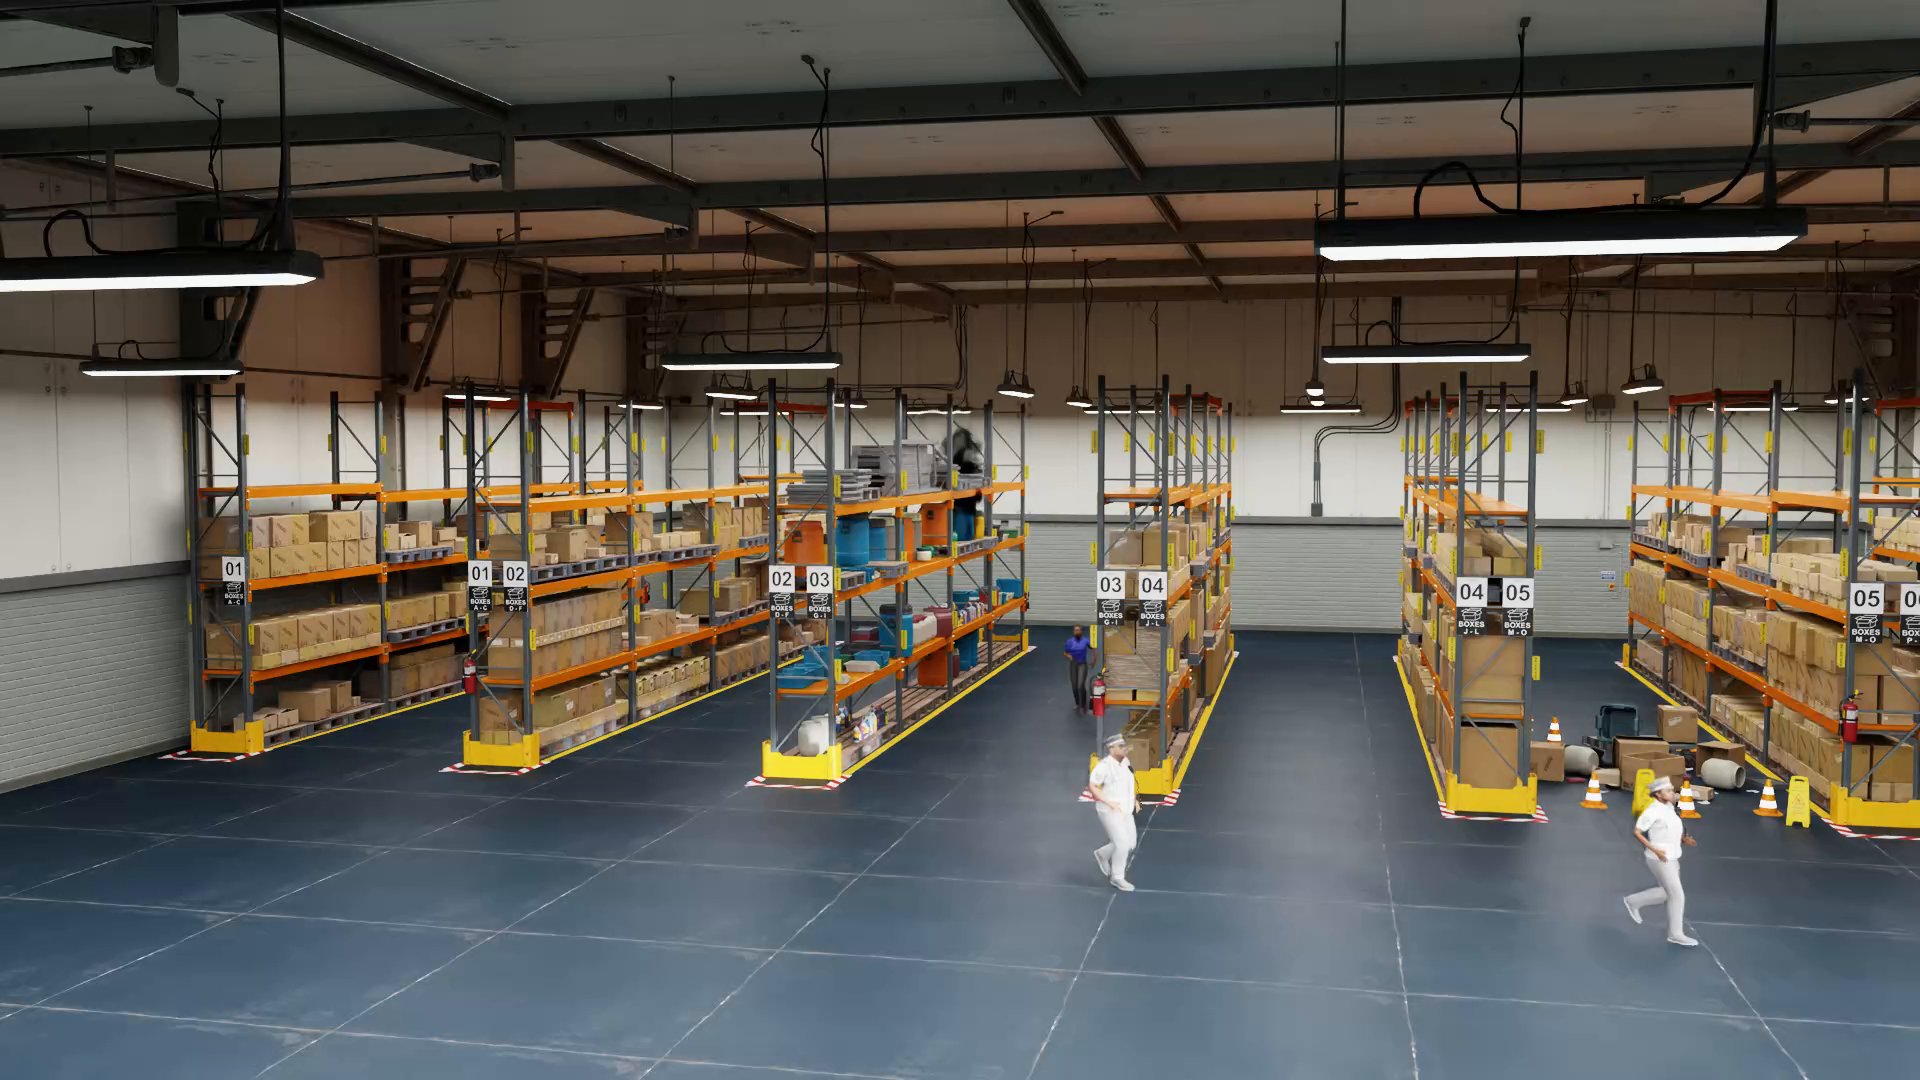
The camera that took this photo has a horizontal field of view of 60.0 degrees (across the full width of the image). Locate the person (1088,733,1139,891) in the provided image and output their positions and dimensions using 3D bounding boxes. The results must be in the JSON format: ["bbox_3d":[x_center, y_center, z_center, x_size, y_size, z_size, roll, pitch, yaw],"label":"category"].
[{"bbox_3d":[1.718,3.052,18.850,0.641,1.762,0.672,3,4,43],"label":"person"}]

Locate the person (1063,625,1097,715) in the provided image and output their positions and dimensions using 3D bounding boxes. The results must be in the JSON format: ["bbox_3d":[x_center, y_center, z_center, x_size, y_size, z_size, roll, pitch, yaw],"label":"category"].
[{"bbox_3d":[2.221,2.428,30.939,0.589,1.717,0.723,1,3,16],"label":"person"}]

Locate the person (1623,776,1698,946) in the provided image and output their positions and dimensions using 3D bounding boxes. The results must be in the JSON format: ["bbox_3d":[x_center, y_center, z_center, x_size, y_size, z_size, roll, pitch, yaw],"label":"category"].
[{"bbox_3d":[7.076,3.203,16.800,0.588,1.666,0.786,-3,5,-44],"label":"person"}]
